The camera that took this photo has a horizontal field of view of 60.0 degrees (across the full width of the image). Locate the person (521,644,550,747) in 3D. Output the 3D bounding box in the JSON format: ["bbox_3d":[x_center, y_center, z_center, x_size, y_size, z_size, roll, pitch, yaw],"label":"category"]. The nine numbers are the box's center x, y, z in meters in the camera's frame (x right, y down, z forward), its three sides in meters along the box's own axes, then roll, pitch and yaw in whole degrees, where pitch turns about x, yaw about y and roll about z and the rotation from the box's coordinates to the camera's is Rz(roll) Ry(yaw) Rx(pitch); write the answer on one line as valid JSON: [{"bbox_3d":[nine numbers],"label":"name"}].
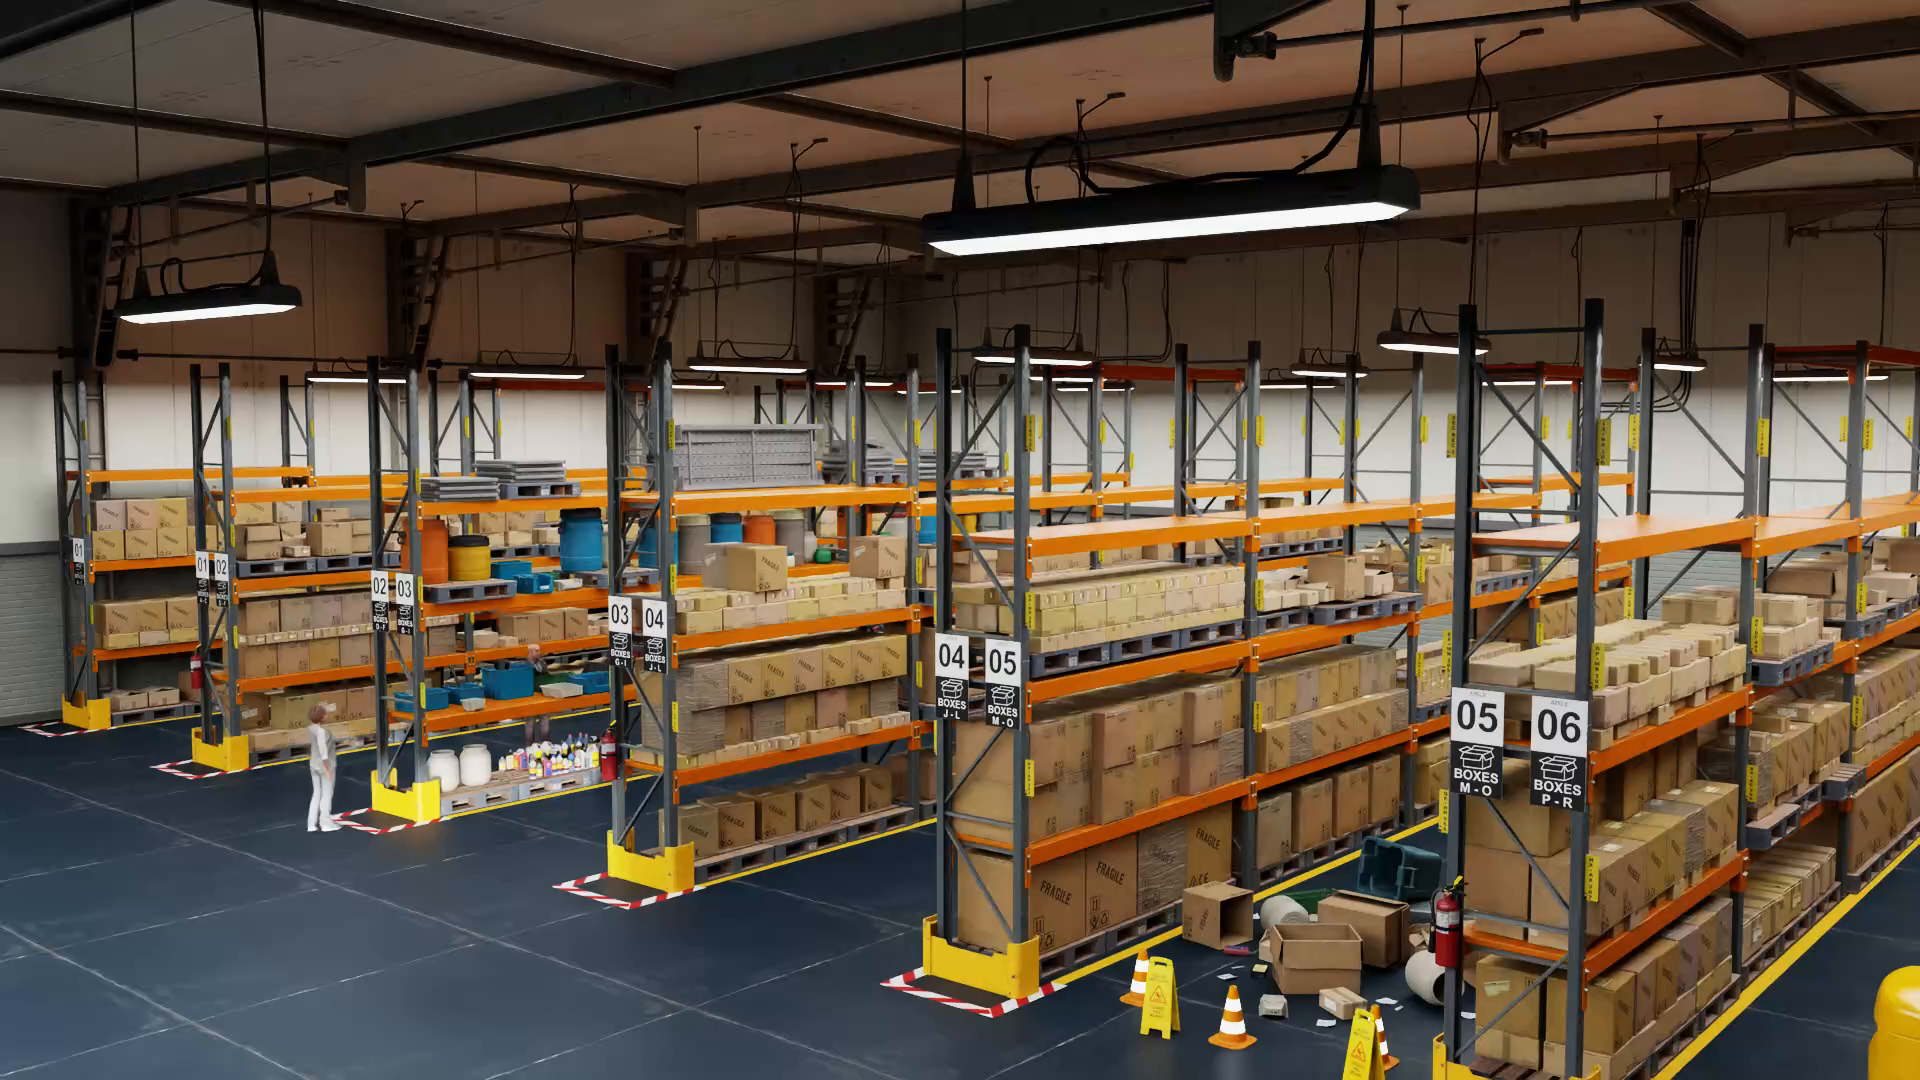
[{"bbox_3d":[-6.525,2.454,25.575,0.448,1.731,0.557,4,6,42],"label":"person"}]

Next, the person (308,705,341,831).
[{"bbox_3d":[-8.000,2.863,20.865,0.438,1.603,0.406,3,5,32],"label":"person"}]
